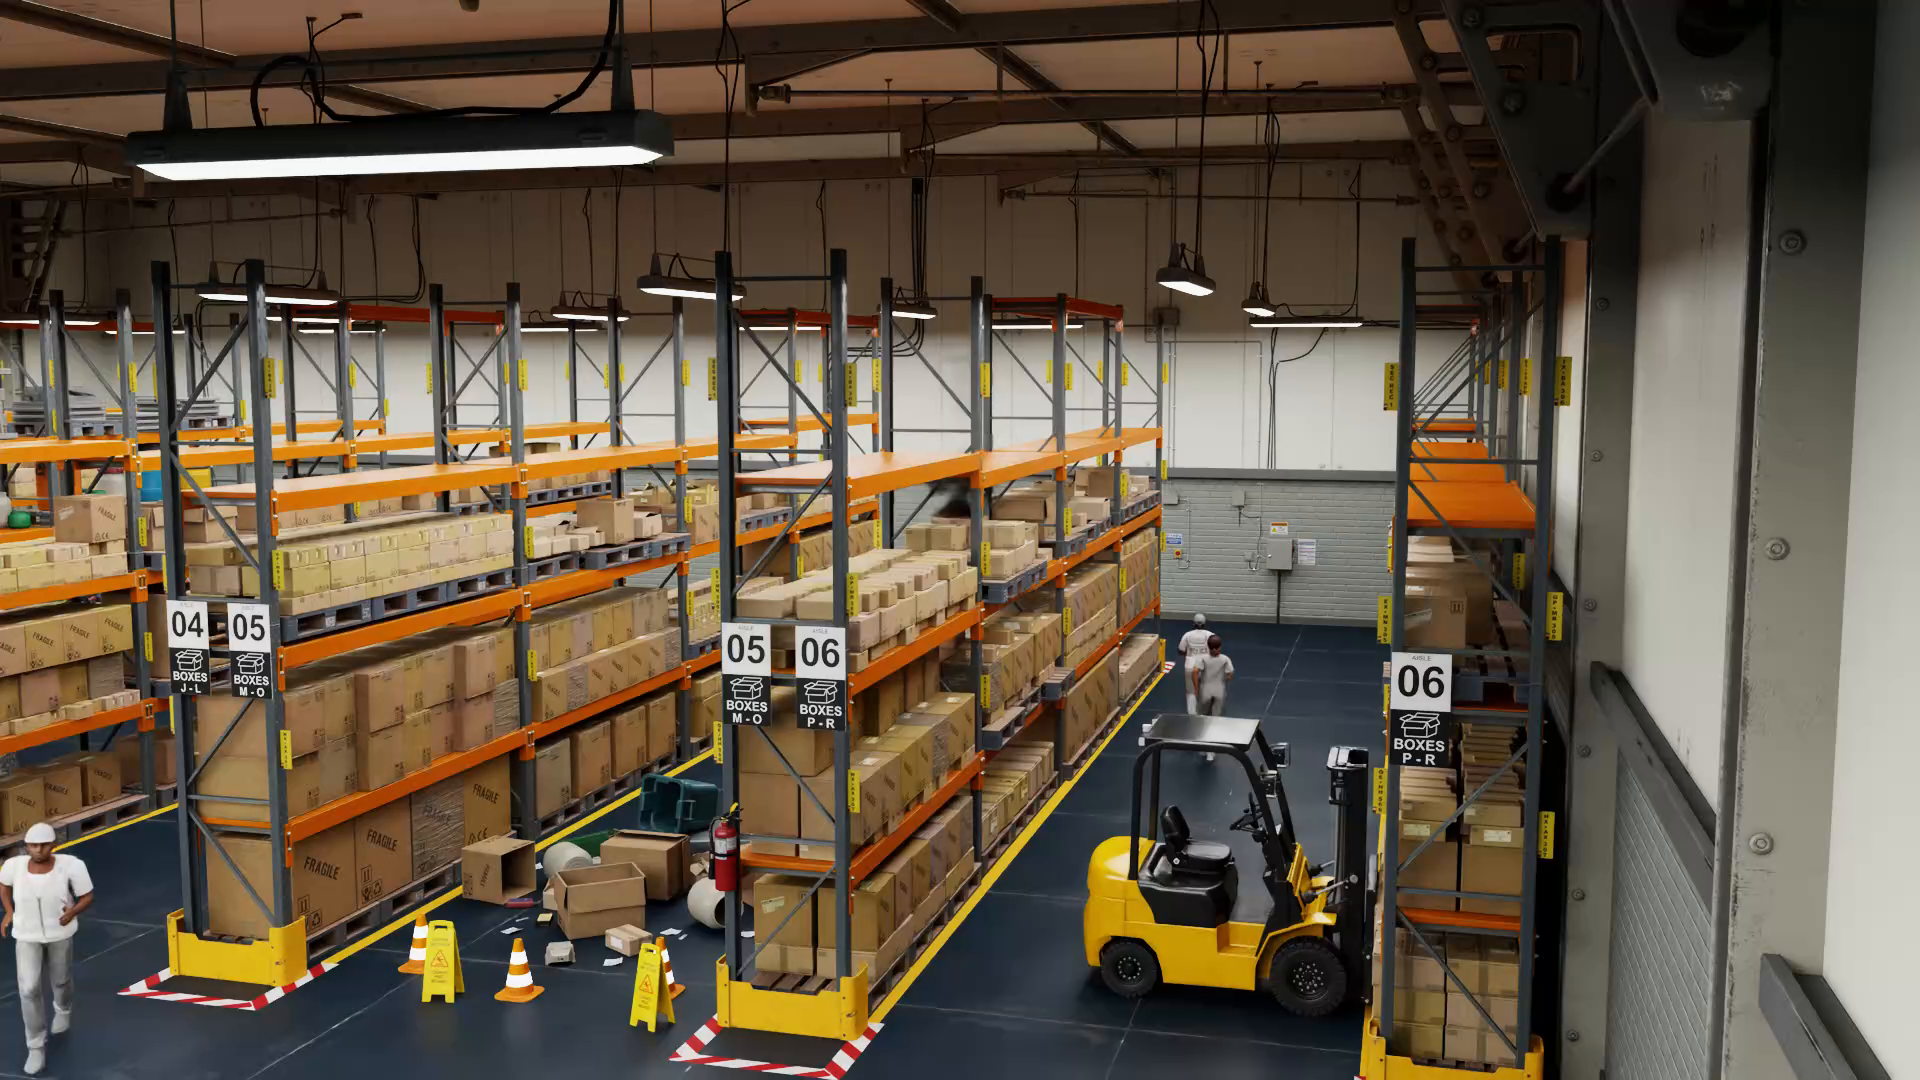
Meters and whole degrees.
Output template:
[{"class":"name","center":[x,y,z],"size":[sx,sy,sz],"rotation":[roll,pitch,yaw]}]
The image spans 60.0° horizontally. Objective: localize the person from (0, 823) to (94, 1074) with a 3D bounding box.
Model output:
[{"class":"person","center":[-6.838,2.980,12.478],"size":[0.632,1.801,0.893],"rotation":[-3,7,-26]}]

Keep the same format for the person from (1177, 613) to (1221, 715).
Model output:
[{"class":"person","center":[3.343,1.856,23.295],"size":[0.605,1.655,0.908],"rotation":[1,6,8]}]

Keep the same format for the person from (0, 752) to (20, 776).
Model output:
[{"class":"person","center":[-11.851,2.114,20.462],"size":[0.704,1.851,0.796],"rotation":[0,6,3]}]

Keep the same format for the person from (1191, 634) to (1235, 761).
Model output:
[{"class":"person","center":[3.305,2.039,21.791],"size":[0.570,1.633,0.602],"rotation":[1,6,7]}]
